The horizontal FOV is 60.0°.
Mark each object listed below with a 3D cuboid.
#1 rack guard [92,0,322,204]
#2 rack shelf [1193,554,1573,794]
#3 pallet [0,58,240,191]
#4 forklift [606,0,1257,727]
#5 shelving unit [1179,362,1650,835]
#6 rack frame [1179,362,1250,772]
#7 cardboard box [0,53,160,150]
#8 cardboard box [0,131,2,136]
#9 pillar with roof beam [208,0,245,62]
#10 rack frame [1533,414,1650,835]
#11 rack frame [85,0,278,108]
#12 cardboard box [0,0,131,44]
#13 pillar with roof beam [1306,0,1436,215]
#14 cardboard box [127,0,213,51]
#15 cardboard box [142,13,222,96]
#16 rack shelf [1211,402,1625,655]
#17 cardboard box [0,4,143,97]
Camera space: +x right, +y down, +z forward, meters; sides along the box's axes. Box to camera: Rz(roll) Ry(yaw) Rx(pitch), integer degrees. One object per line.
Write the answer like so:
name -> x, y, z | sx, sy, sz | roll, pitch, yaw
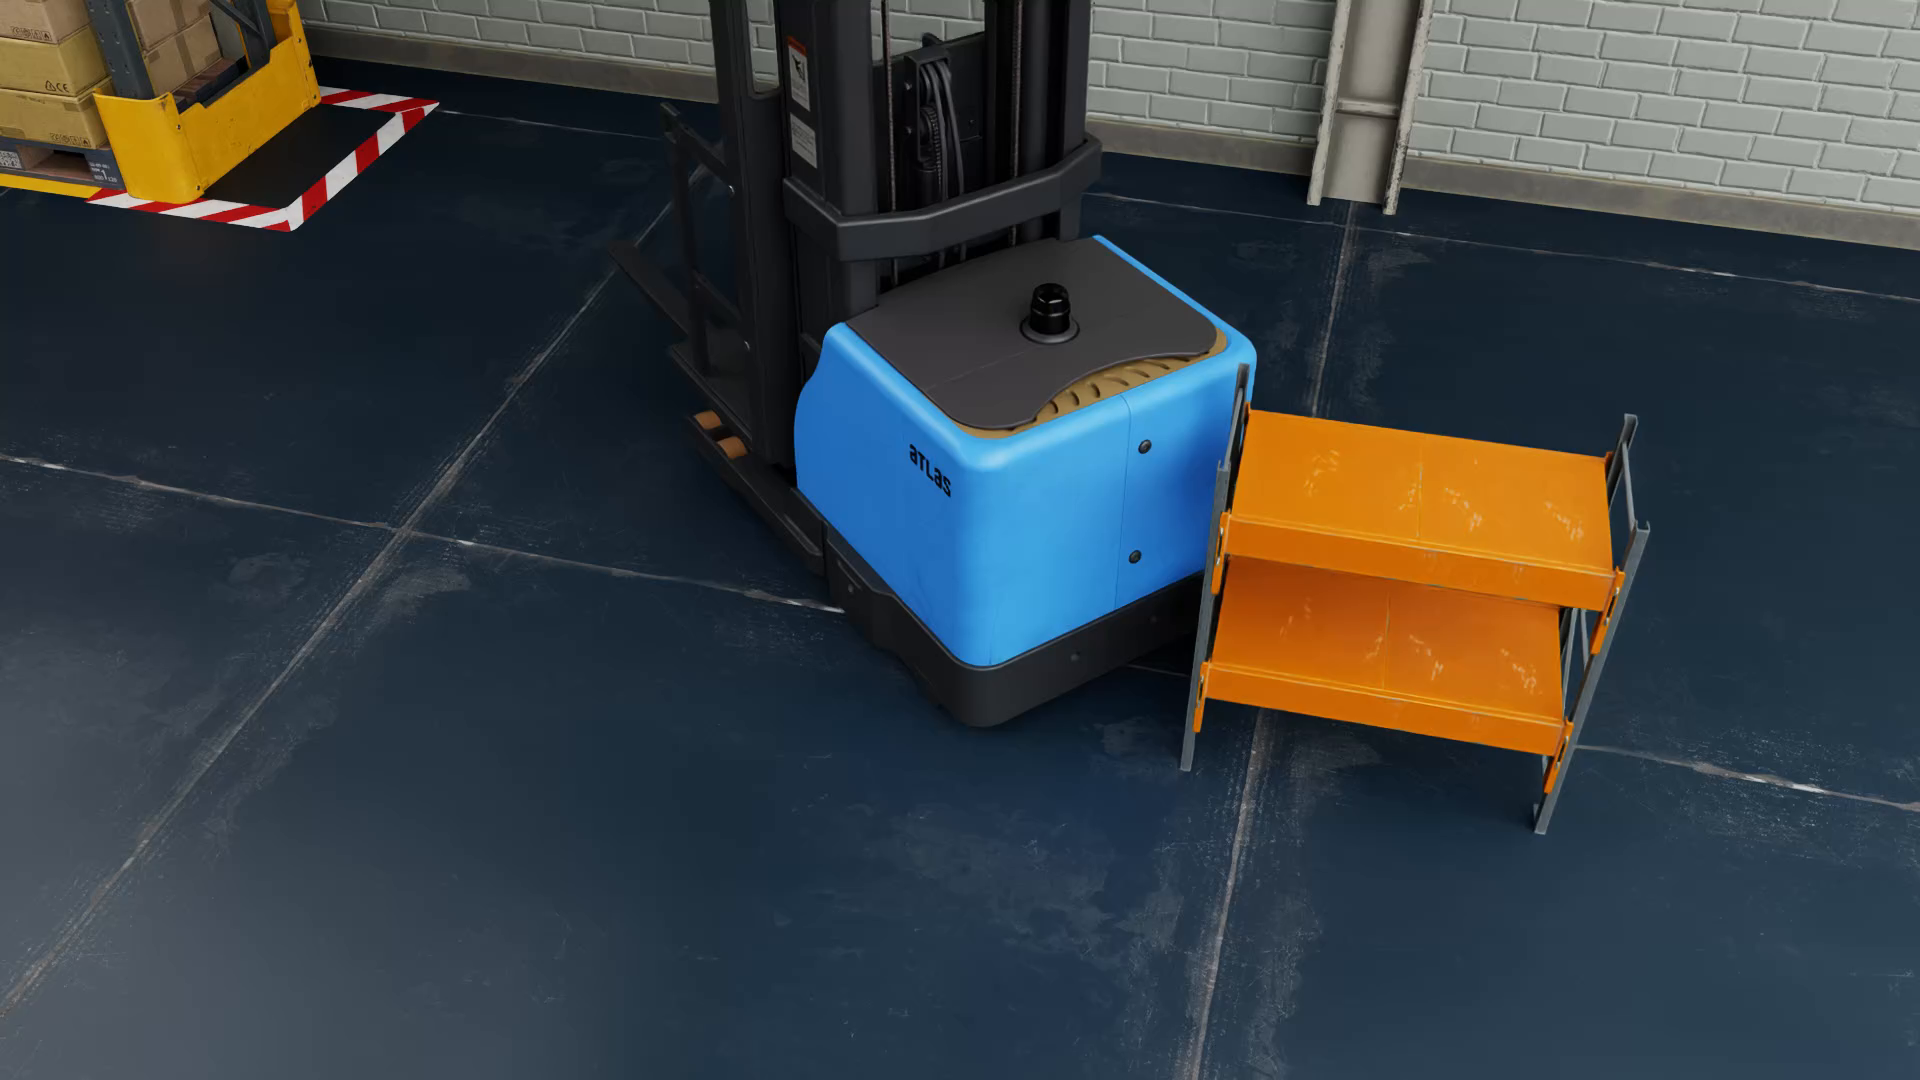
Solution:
rack guard -> -3.525, -2.102, 7.864 | 0.348, 0.500, 1.175 | 10, 41, 11
rack shelf -> 1.220, 0.364, 4.822 | 1.000, 0.278, 0.538 | 9, 41, 10
pallet -> -4.298, -2.096, 8.082 | 1.213, 0.211, 1.003 | 10, 41, 11
forklift -> -0.355, -1.480, 5.233 | 1.130, 2.935, 3.031 | -23, 45, -25
shelving unit -> 1.220, 0.177, 4.664 | 1.048, 1.125, 0.538 | 9, 41, 10
rack frame -> 0.726, 0.099, 4.757 | 0.032, 1.125, 0.500 | 9, 41, 10
cardboard box -> -4.084, -2.053, 7.673 | 0.500, 0.250, 0.500 | 10, 41, 12
cardboard box -> -4.562, -2.141, 7.779 | 0.500, 0.250, 0.500 | 10, 41, 11
pillar with roof beam -> -5.100, -3.361, 2.755 | 0.400, 9.000, 9.100 | 10, 41, 11
rack frame -> 1.713, 0.254, 4.572 | 0.032, 1.125, 0.500 | 9, 41, 10
rack frame -> -3.548, -3.063, 7.065 | 0.127, 3.000, 1.000 | 10, 41, 11
cardboard box -> -4.074, -2.437, 7.353 | 0.500, 0.250, 0.500 | 11, 41, 13
pillar with roof beam -> 0.696, -2.364, 1.568 | 0.400, 9.000, 9.100 | 10, 41, 11
cardboard box -> -3.949, -2.570, 7.900 | 0.500, 0.250, 0.500 | 10, 41, 12
cardboard box -> -3.972, -2.374, 8.056 | 0.500, 0.250, 0.500 | 10, 41, 12
rack shelf -> 1.219, -0.047, 4.476 | 1.000, 0.278, 0.538 | 9, 41, 10
cardboard box -> -4.099, -2.249, 7.518 | 0.500, 0.250, 0.500 | 9, 41, 11
